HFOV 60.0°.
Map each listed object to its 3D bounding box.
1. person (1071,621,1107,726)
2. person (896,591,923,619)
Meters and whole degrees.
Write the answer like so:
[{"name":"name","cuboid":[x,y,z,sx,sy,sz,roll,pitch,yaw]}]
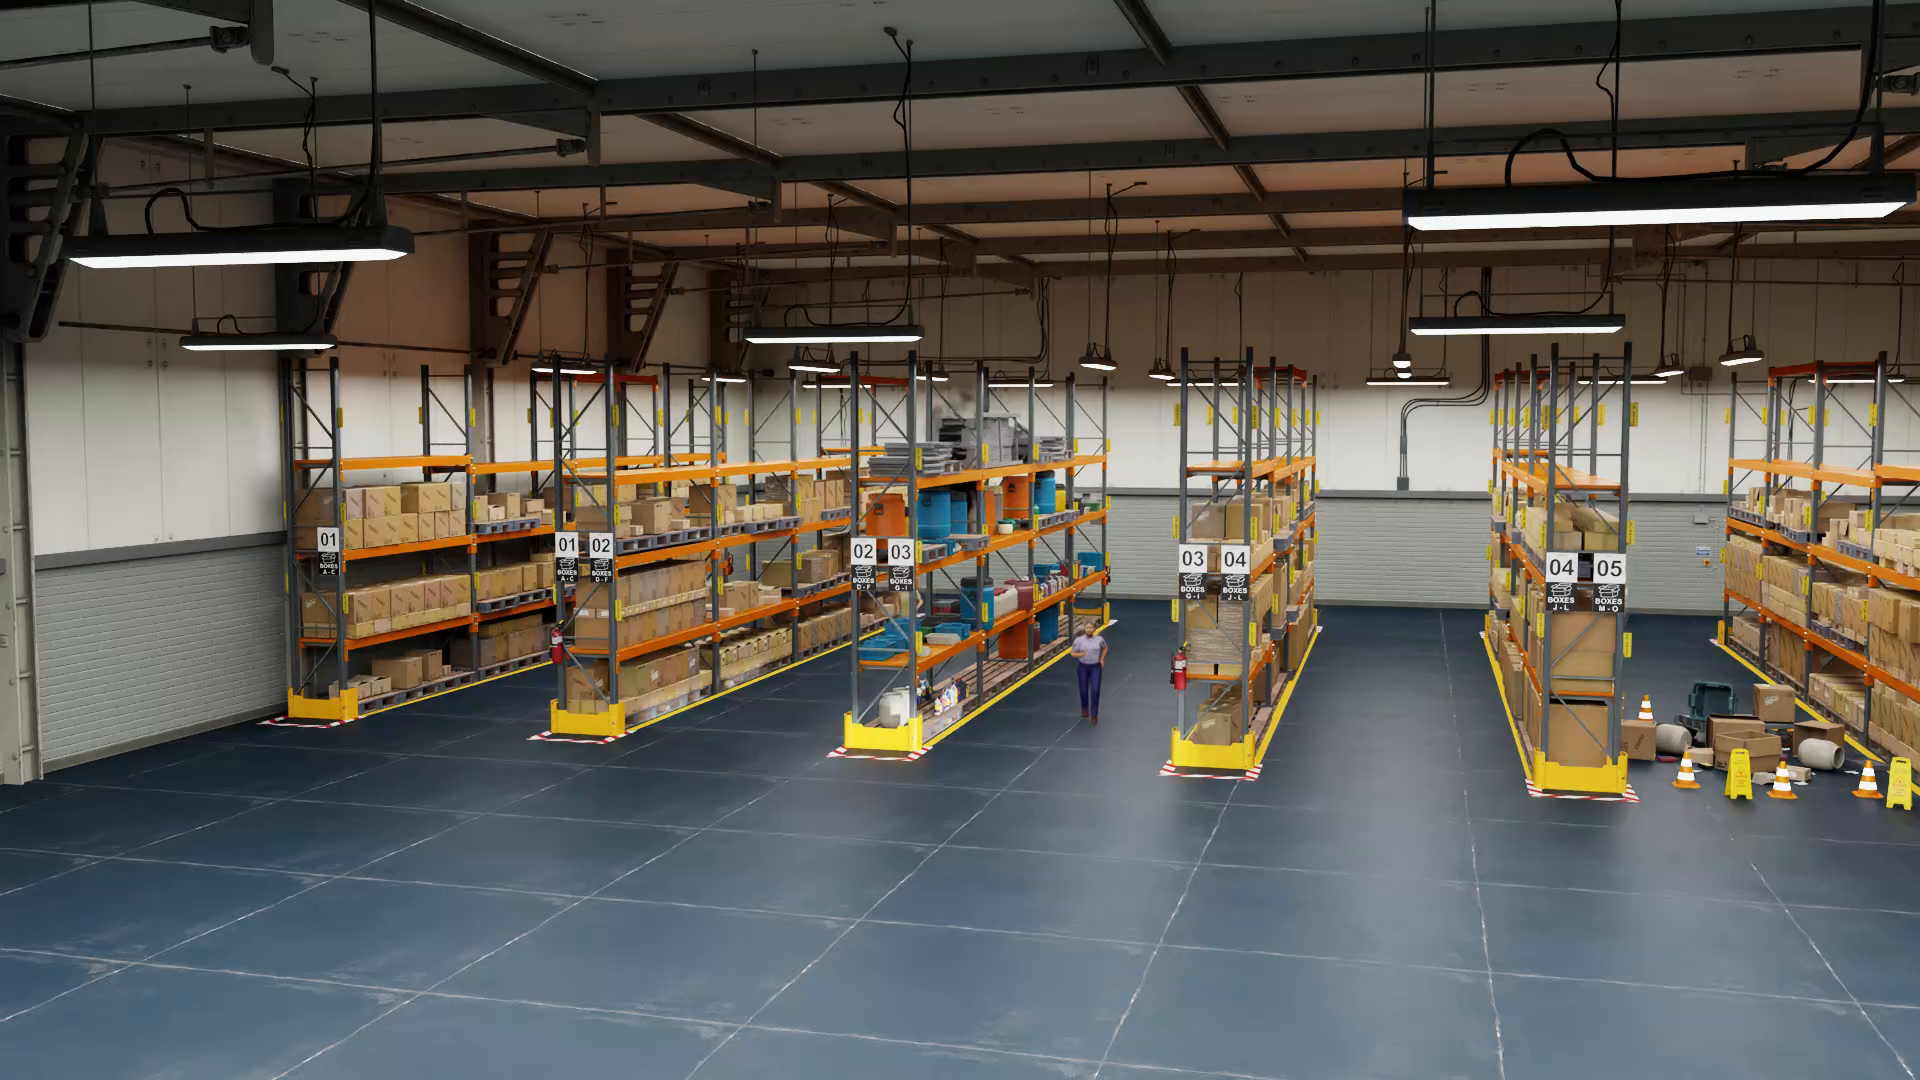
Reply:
[{"name":"person","cuboid":[2.112,2.154,27.217,0.602,1.632,0.913,0,4,3]},{"name":"person","cuboid":[-1.103,1.605,35.097,0.556,1.626,0.520,1,4,13]}]
